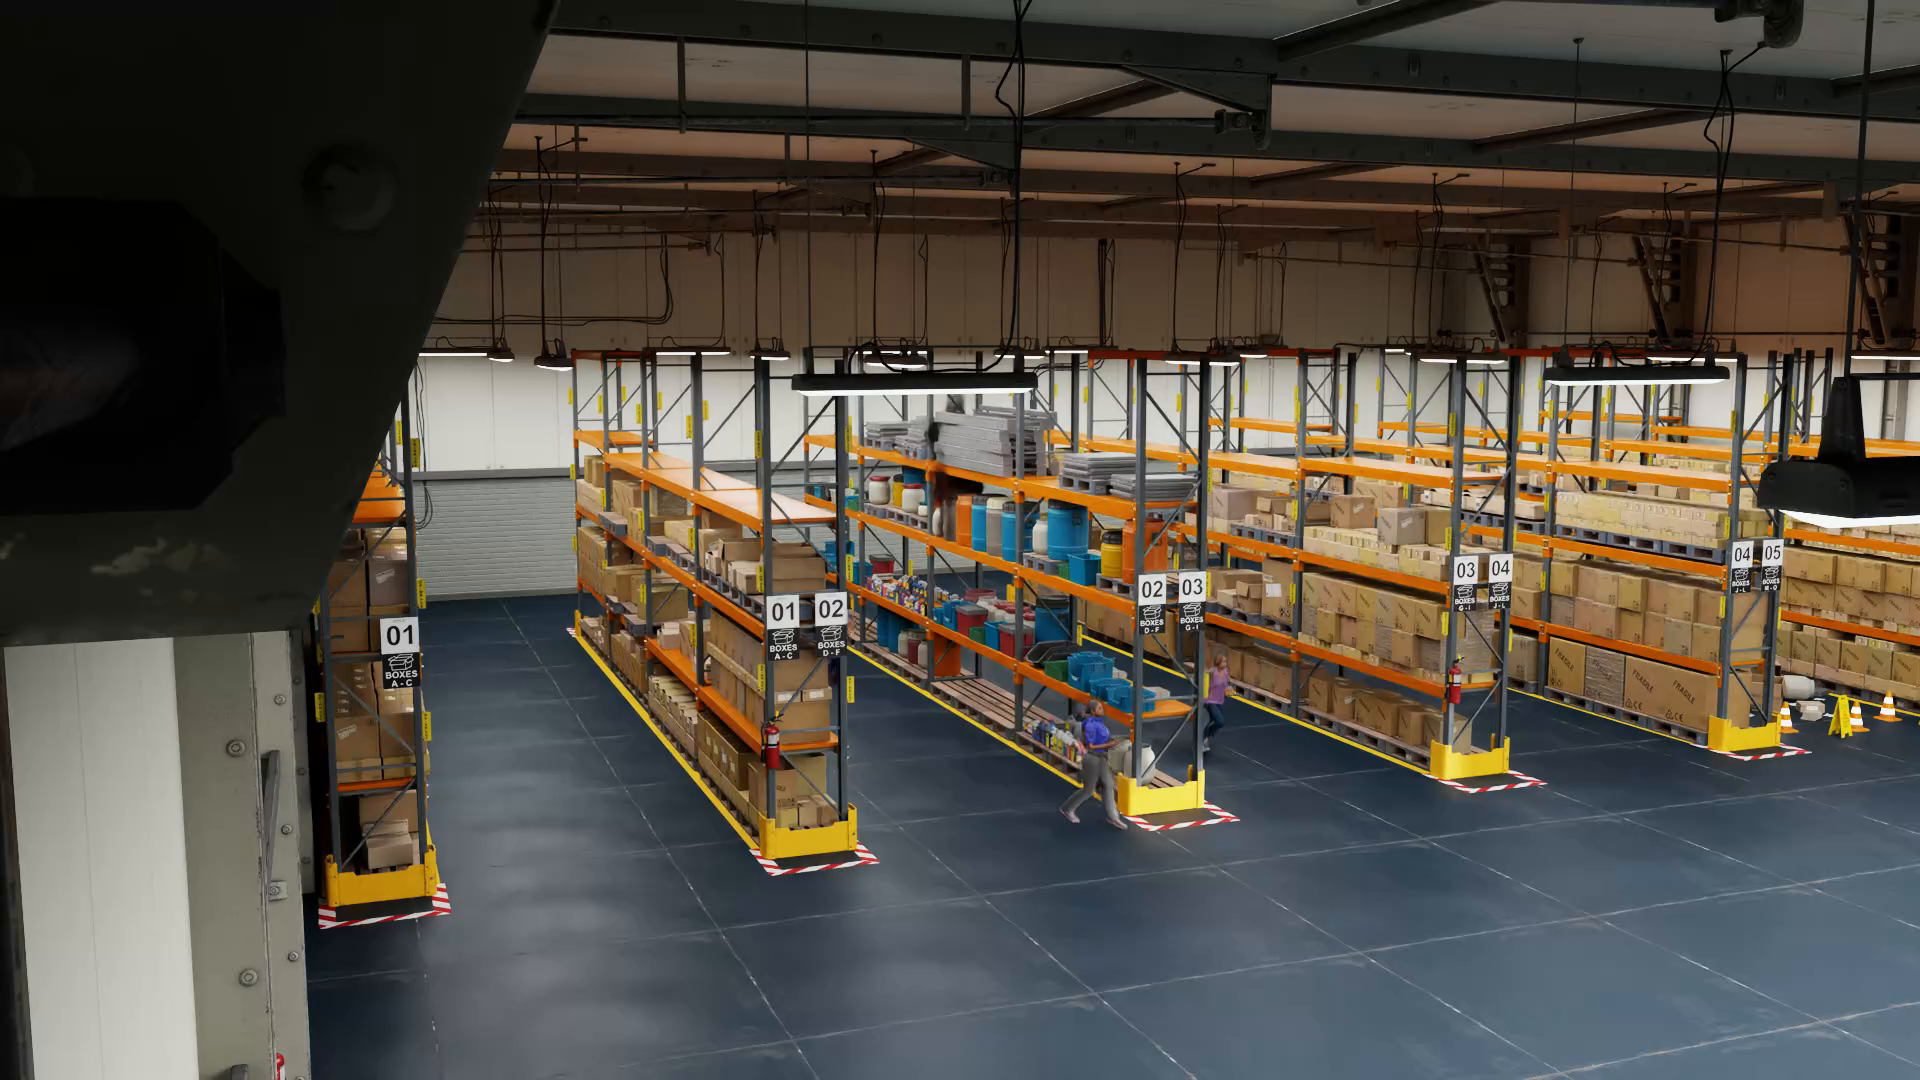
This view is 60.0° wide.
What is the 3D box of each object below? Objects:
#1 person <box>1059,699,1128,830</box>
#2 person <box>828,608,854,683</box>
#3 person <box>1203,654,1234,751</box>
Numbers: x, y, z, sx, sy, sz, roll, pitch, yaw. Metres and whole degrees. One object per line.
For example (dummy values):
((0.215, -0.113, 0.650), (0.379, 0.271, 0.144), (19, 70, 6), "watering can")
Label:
((1.711, 2.866, 21.251), (0.876, 1.669, 0.571), (3, 8, 21), "person")
((-2.175, 1.800, 30.030), (0.587, 1.613, 0.568), (-3, 8, -24), "person")
((3.821, 2.450, 24.995), (0.496, 1.526, 0.695), (-6, 10, -42), "person")
